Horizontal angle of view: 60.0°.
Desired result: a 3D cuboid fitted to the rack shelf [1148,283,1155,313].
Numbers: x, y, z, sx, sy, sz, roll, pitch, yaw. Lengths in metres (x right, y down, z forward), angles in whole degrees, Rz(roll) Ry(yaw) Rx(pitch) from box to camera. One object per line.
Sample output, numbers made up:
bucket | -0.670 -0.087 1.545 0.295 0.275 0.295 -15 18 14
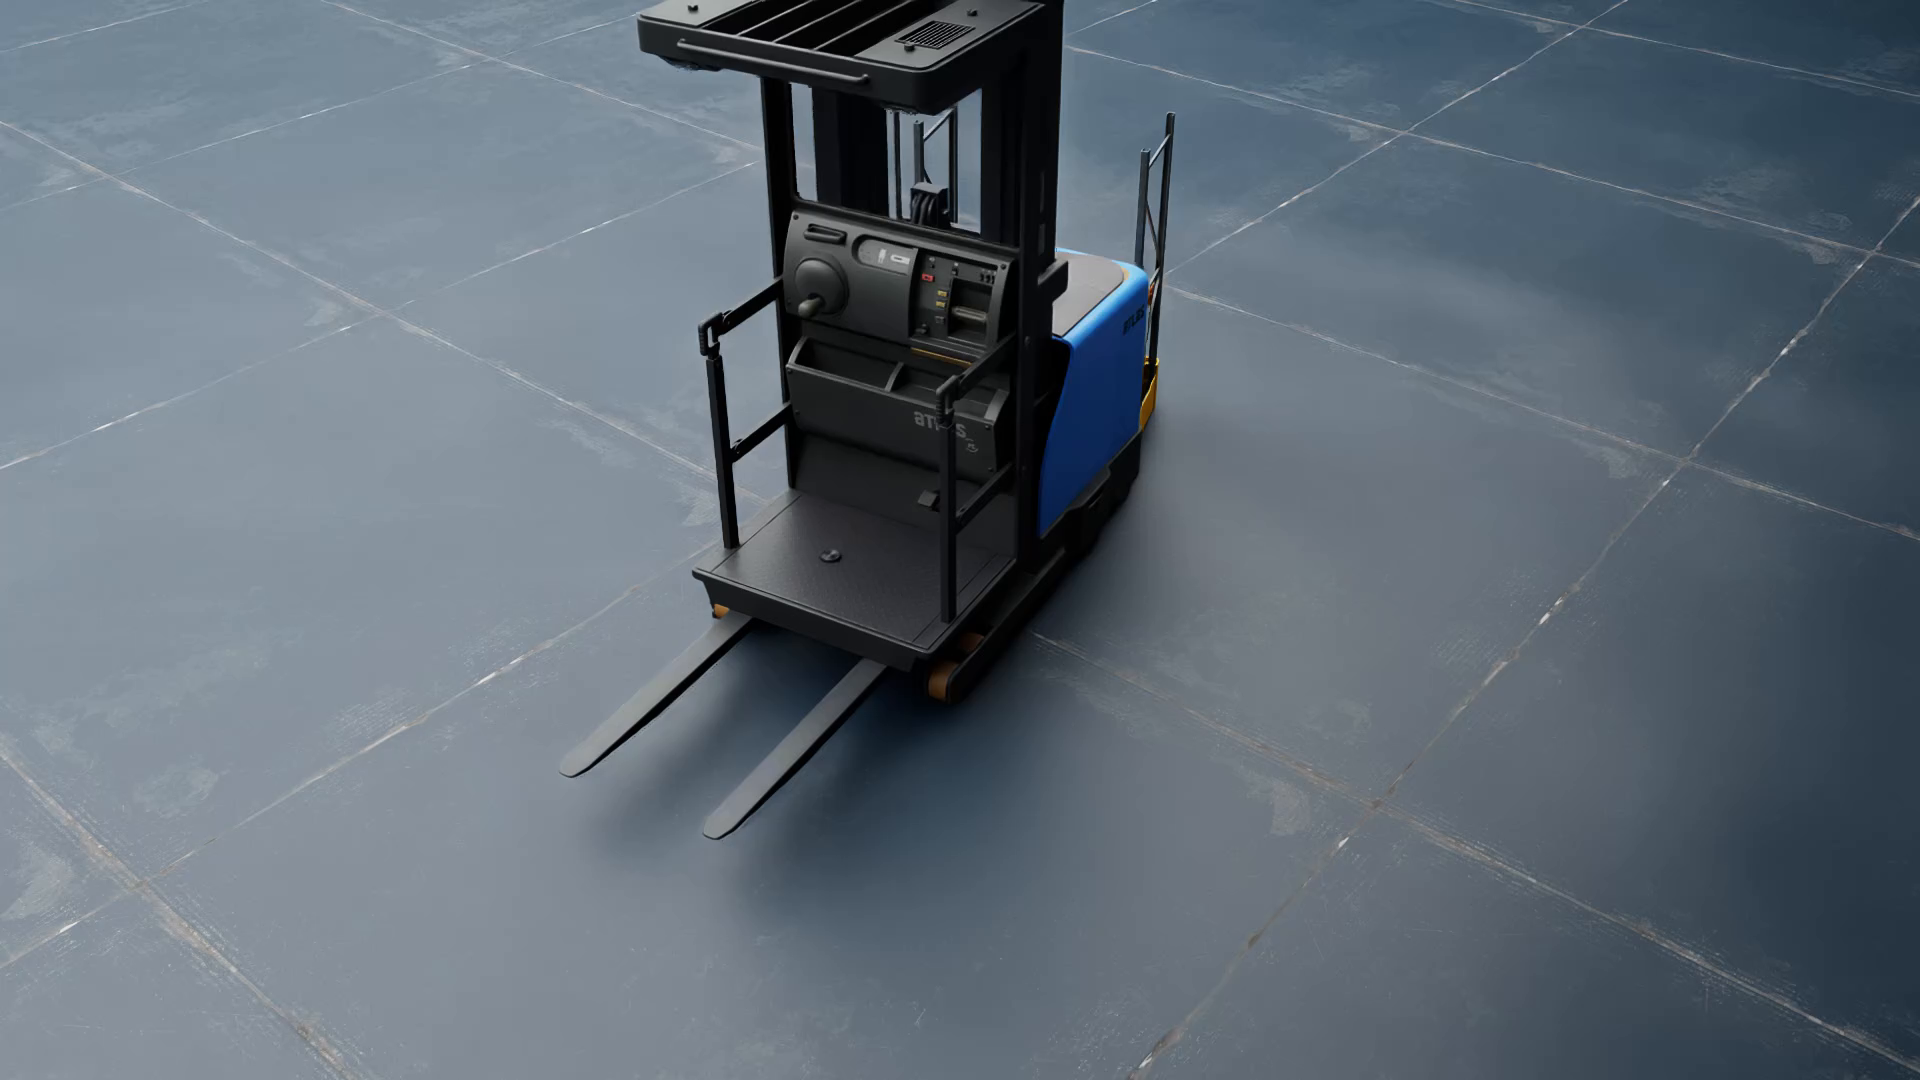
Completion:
rack shelf | 0.376 -1.089 7.828 1.000 0.185 0.538 11 36 16

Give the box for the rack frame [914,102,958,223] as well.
rack frame | -0.104 -1.332 7.864 0.032 1.500 0.500 11 36 16

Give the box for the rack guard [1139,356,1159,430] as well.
rack guard | 0.838 -0.631 7.948 0.087 0.250 0.587 11 36 16

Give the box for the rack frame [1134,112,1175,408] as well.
rack frame | 0.856 -1.142 7.589 0.032 1.500 0.500 11 36 16

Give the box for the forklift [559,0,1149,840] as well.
forklift | -0.345 -0.885 5.949 1.130 2.935 3.031 18 38 24

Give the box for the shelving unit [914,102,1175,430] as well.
shelving unit | 0.367 -1.239 7.729 1.083 1.500 0.587 11 36 16
